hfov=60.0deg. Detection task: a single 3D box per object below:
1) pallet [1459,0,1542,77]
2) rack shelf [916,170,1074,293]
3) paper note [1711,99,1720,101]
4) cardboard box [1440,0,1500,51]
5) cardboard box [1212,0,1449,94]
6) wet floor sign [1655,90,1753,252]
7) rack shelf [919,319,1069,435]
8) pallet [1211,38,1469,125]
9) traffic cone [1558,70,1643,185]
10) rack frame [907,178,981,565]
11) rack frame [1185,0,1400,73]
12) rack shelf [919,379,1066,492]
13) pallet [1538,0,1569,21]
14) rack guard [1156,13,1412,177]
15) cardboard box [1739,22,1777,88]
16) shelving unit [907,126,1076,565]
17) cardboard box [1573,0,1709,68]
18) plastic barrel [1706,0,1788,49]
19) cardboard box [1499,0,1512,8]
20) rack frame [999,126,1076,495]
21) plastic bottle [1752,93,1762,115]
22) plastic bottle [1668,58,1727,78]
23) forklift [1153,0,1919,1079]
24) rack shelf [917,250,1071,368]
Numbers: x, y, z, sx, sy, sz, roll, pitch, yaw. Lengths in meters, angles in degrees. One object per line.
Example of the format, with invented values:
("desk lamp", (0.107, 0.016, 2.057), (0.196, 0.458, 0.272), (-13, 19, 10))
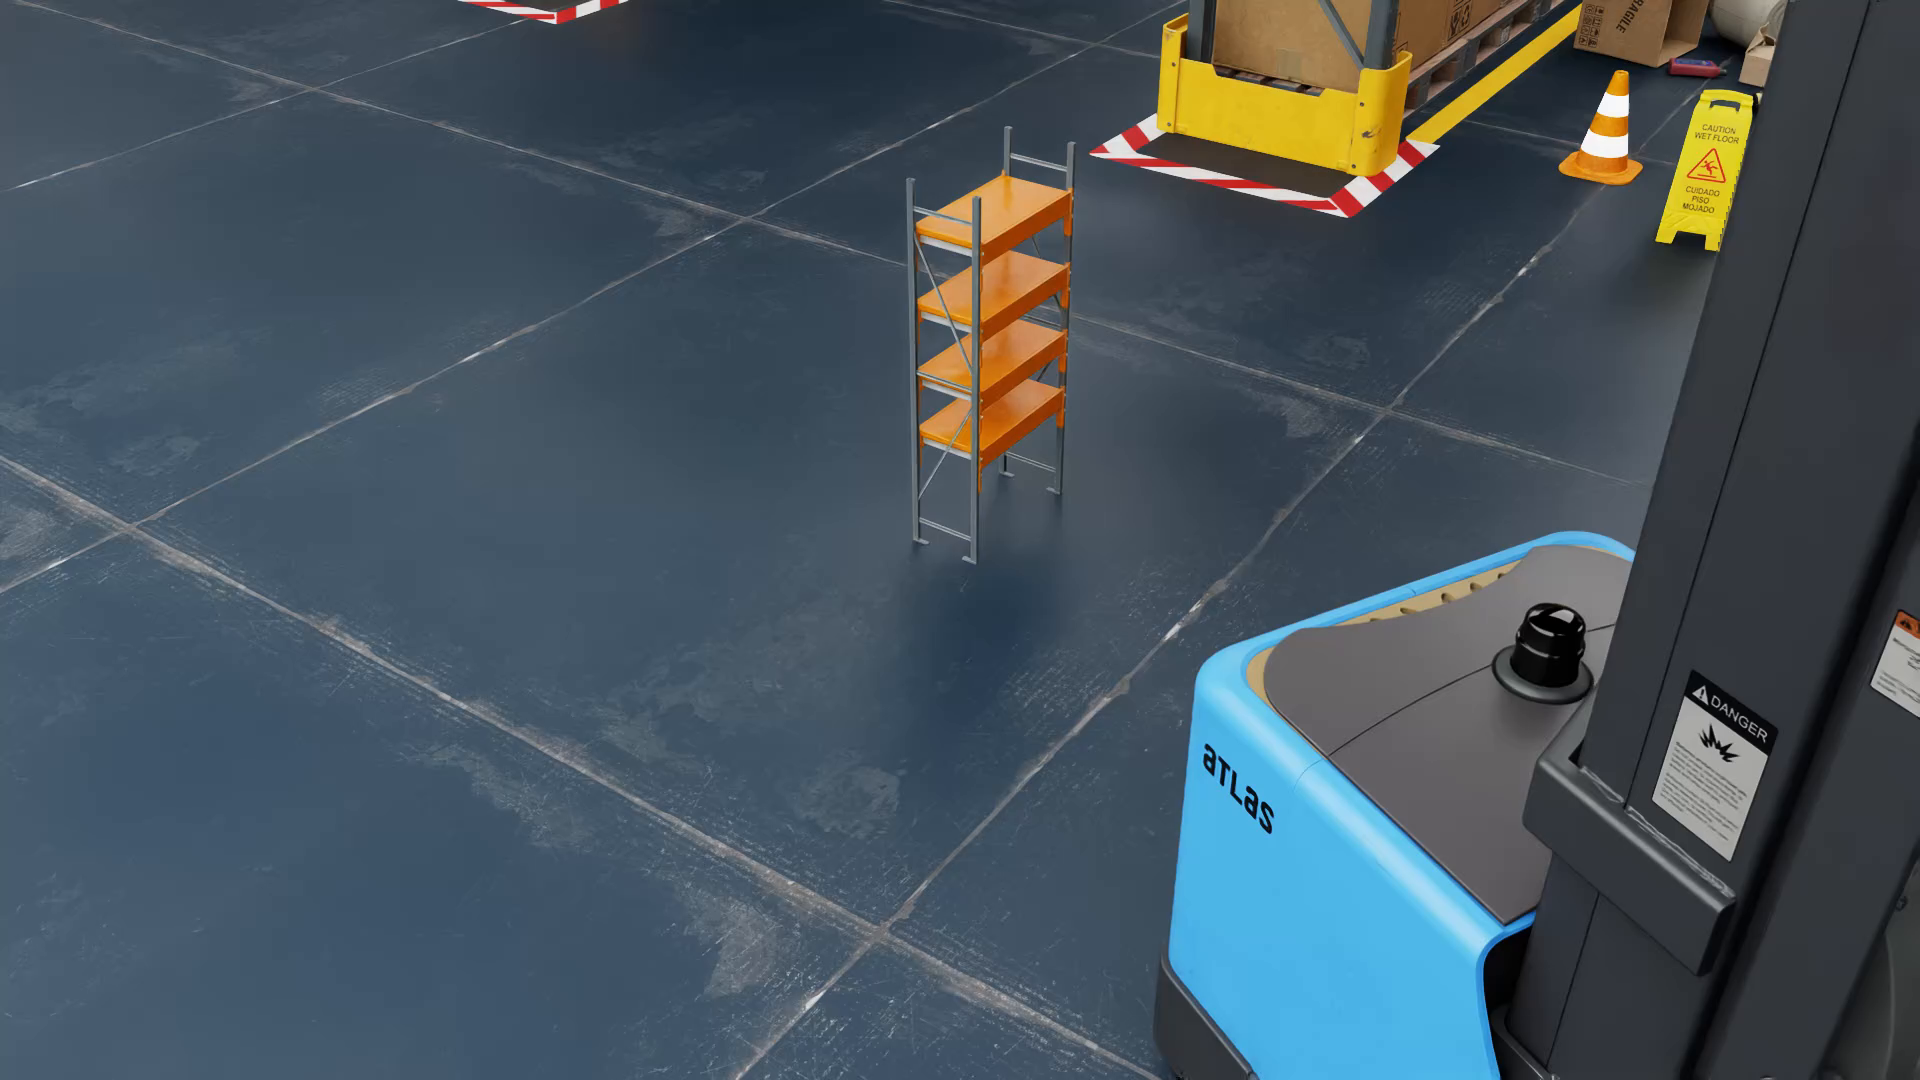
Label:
("pallet", (2.634, -2.995, 9.490), (1.003, 0.211, 1.213), (21, 39, 28))
("rack shelf", (0.094, -0.899, 4.806), (0.258, 0.148, 0.480), (21, 39, 28))
("paper note", (3.927, -2.289, 8.626), (0.123, 0.001, 0.032), (-15, 37, -21))
("cardboard box", (2.379, -3.231, 8.871), (0.875, 0.875, 0.875), (21, 39, 27))
("cardboard box", (1.879, -2.825, 8.271), (0.875, 0.875, 0.875), (21, 40, 28))
("wet floor sign", (3.157, -1.577, 7.006), (0.267, 0.644, 0.232), (14, 37, 20))
("rack shelf", (0.094, -0.517, 5.064), (0.258, 0.148, 0.480), (21, 39, 28))
("pallet", (1.938, -2.436, 8.663), (1.003, 0.211, 1.213), (21, 39, 28))
("traffic cone", (3.016, -1.938, 7.703), (0.336, 0.463, 0.334), (21, 39, 28))
("rack frame", (-0.045, -0.461, 4.860), (0.240, 1.200, 0.015), (21, 39, 28))
("rack frame", (1.547, -3.198, 7.301), (1.000, 3.000, 0.127), (21, 39, 28))
("rack shelf", (0.094, -0.353, 5.175), (0.258, 0.148, 0.480), (21, 39, 28))
("pallet", (3.329, -3.559, 10.324), (1.003, 0.211, 1.213), (21, 39, 28))
("rack guard", (1.533, -2.151, 7.985), (1.175, 0.500, 0.348), (21, 39, 28))
("cardboard box", (4.360, -2.527, 8.750), (0.396, 0.266, 0.258), (29, 44, 36))
("shelving unit", (0.094, -0.573, 5.027), (0.258, 1.200, 0.503), (21, 39, 28))
("cardboard box", (3.785, -2.962, 9.182), (0.500, 0.500, 0.500), (29, 44, 36))
("plastic barrel", (4.441, -2.960, 9.248), (0.421, 0.421, 0.512), (-9, 35, -13))
("cardboard box", (2.900, -3.649, 9.491), (0.875, 0.875, 0.875), (22, 40, 29))
("rack frame", (0.234, -0.685, 5.193), (0.240, 1.200, 0.015), (21, 39, 28))
("plastic bottle", (4.122, -2.230, 8.493), (0.133, 0.061, 0.283), (8, 35, 12))
("plastic bottle", (3.970, -2.538, 8.949), (0.283, 0.061, 0.133), (8, 35, 12))
("forklift", (1.546, 0.491, 1.907), (1.130, 2.935, 3.031), (-16, 37, -23))
("rack shelf", (0.094, -0.703, 4.939), (0.258, 0.148, 0.480), (21, 39, 28))
